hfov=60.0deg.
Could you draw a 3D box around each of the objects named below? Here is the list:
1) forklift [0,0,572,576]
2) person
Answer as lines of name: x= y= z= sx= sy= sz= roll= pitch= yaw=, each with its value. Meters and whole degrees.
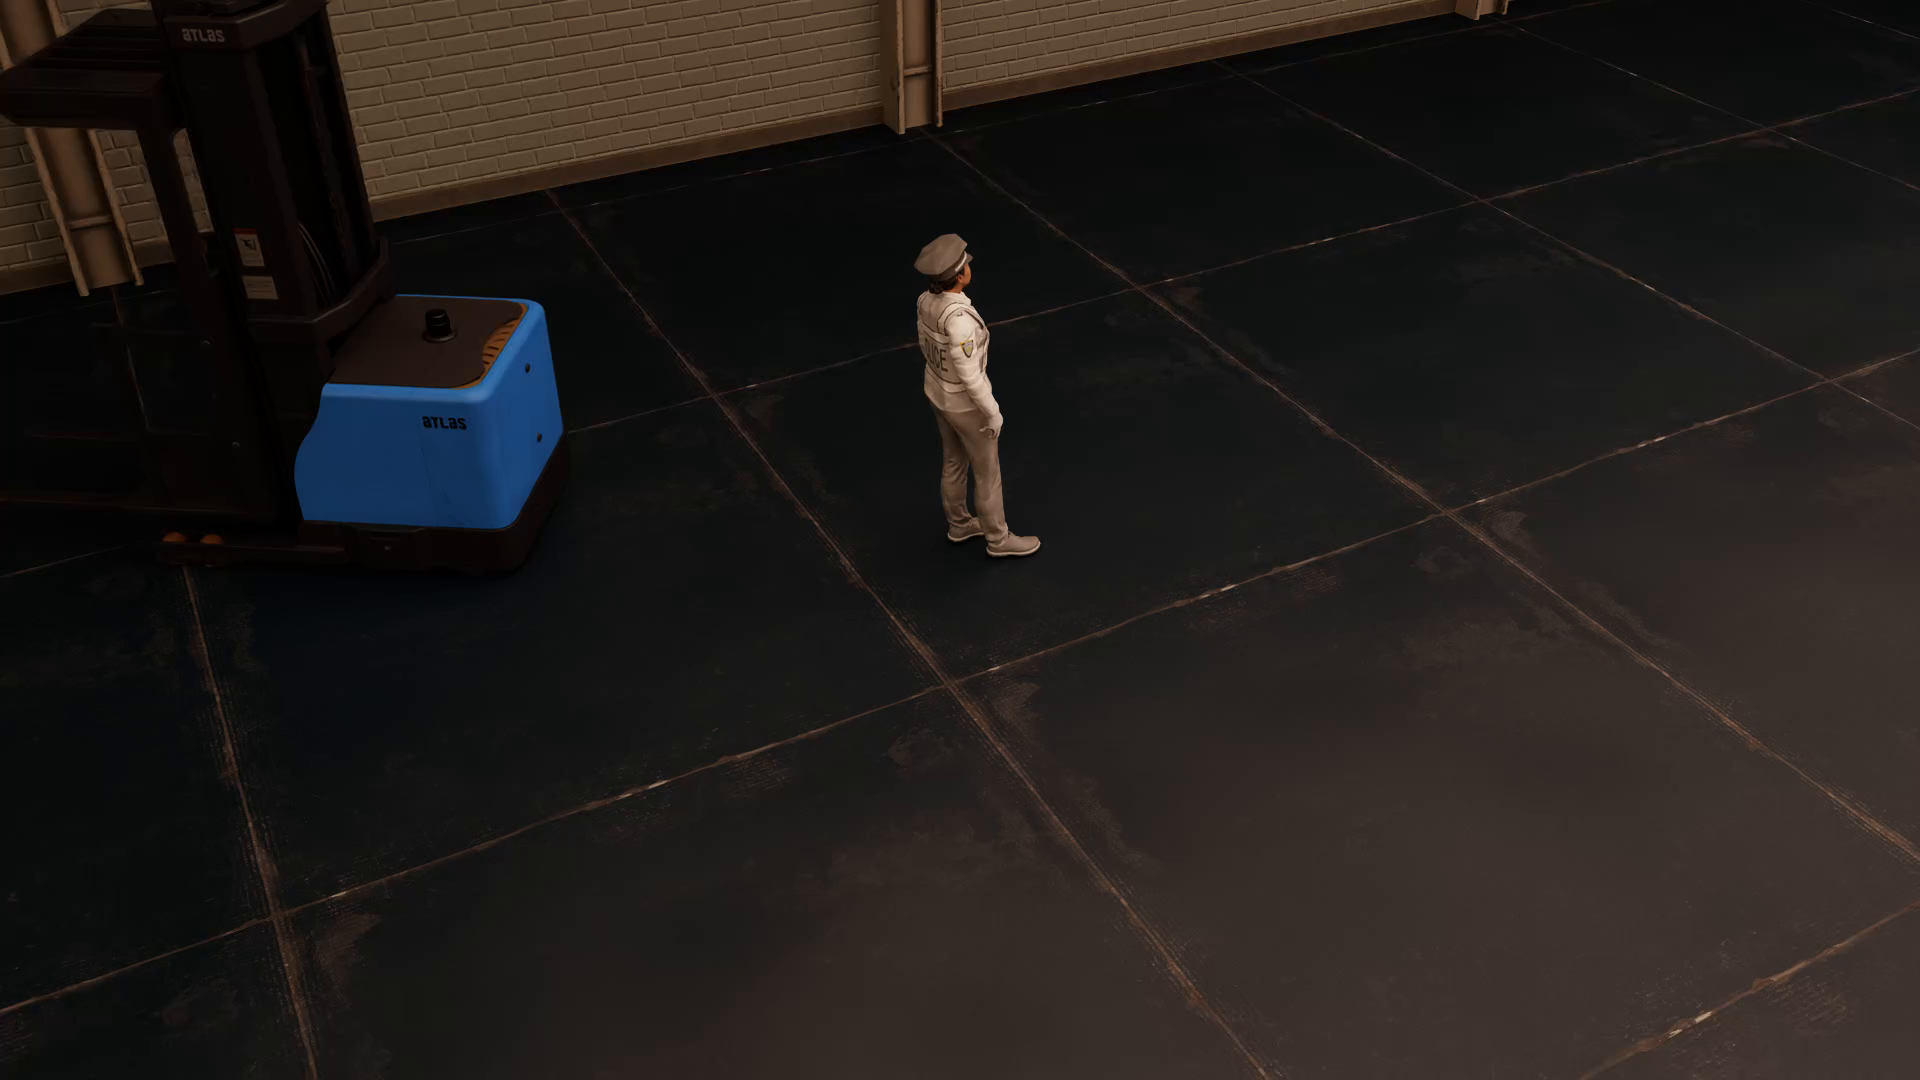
forklift: x=-3.667 y=-1.359 z=8.045 sx=3.031 sy=2.935 sz=1.130 roll=3 pitch=35 yaw=4
person: x=0.064 y=-0.713 z=8.190 sx=0.532 sy=1.694 sz=0.586 roll=-17 pitch=39 yaw=-23
